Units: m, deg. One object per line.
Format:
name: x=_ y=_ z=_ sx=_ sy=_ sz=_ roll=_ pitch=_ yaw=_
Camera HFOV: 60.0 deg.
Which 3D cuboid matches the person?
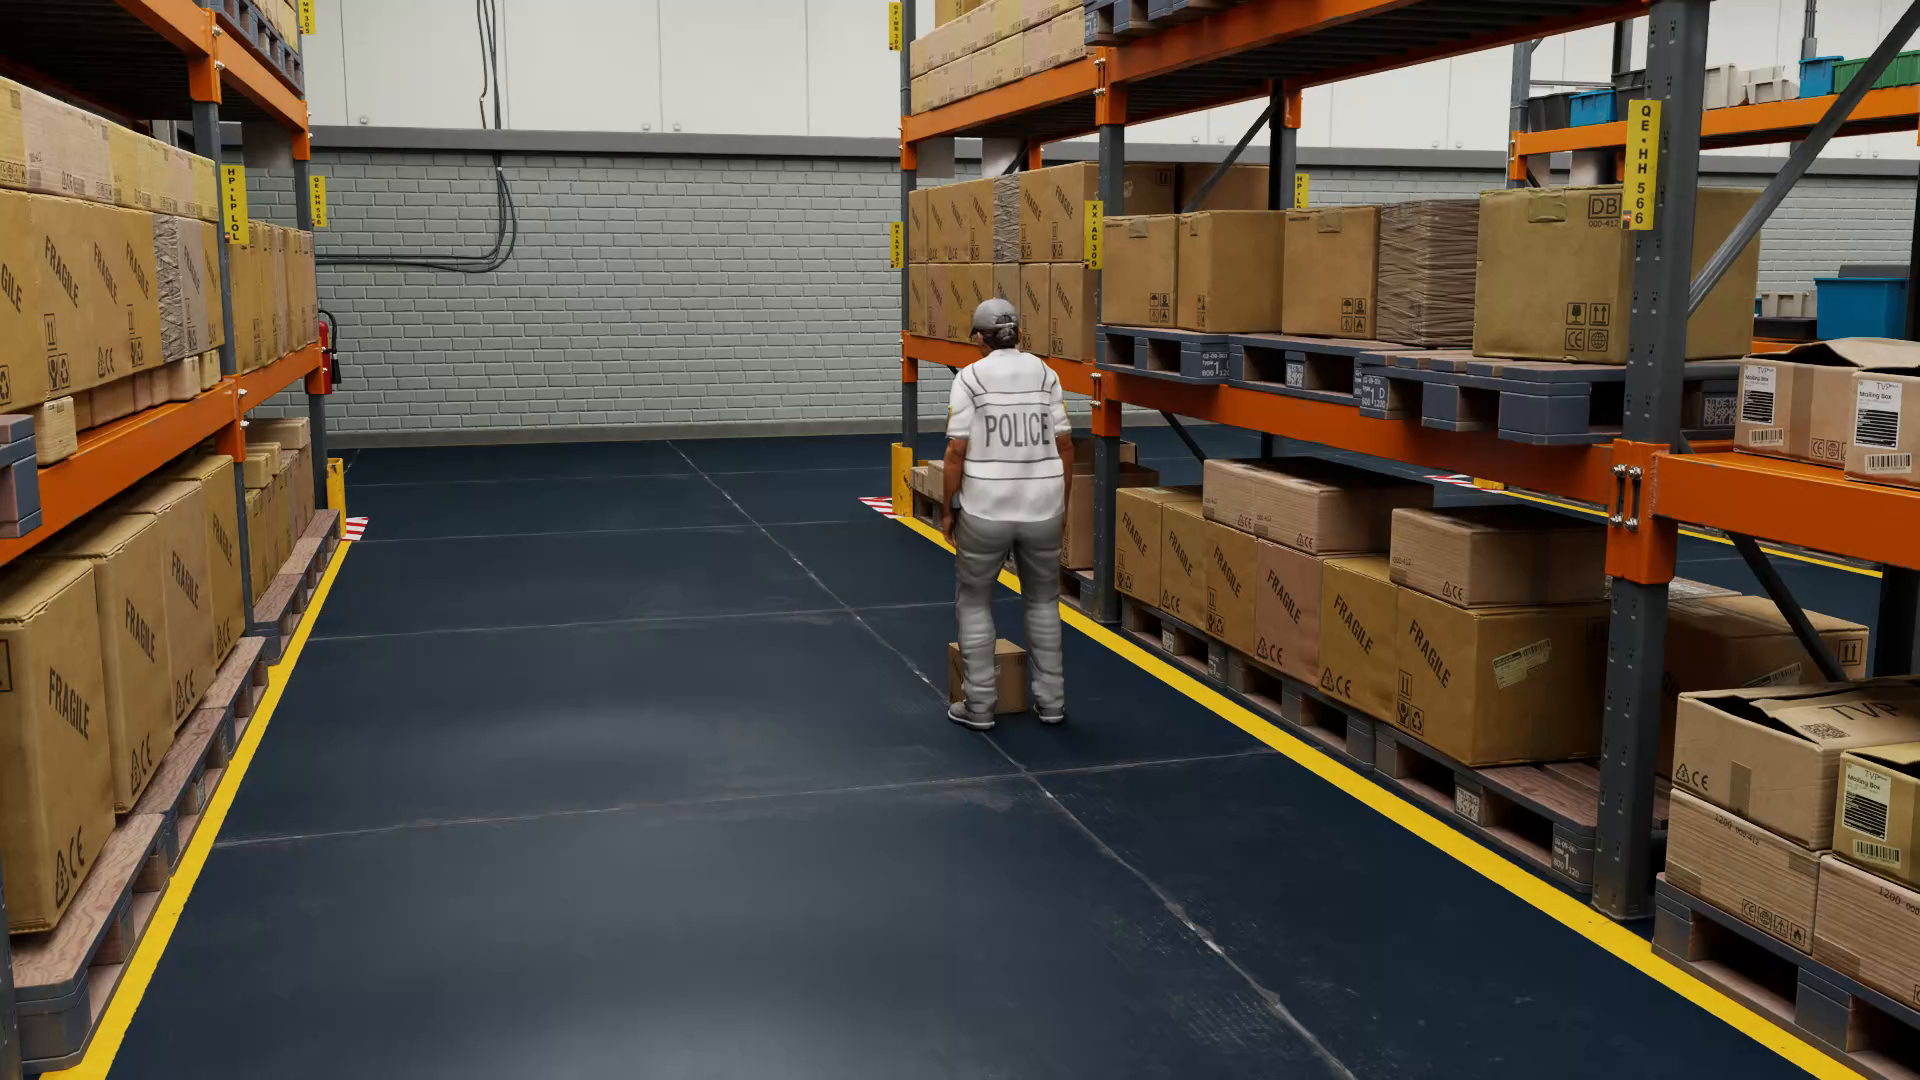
person: x=0.183 y=-0.102 z=6.480 sx=0.537 sy=1.665 sz=0.468 roll=-3 pitch=10 yaw=-16
